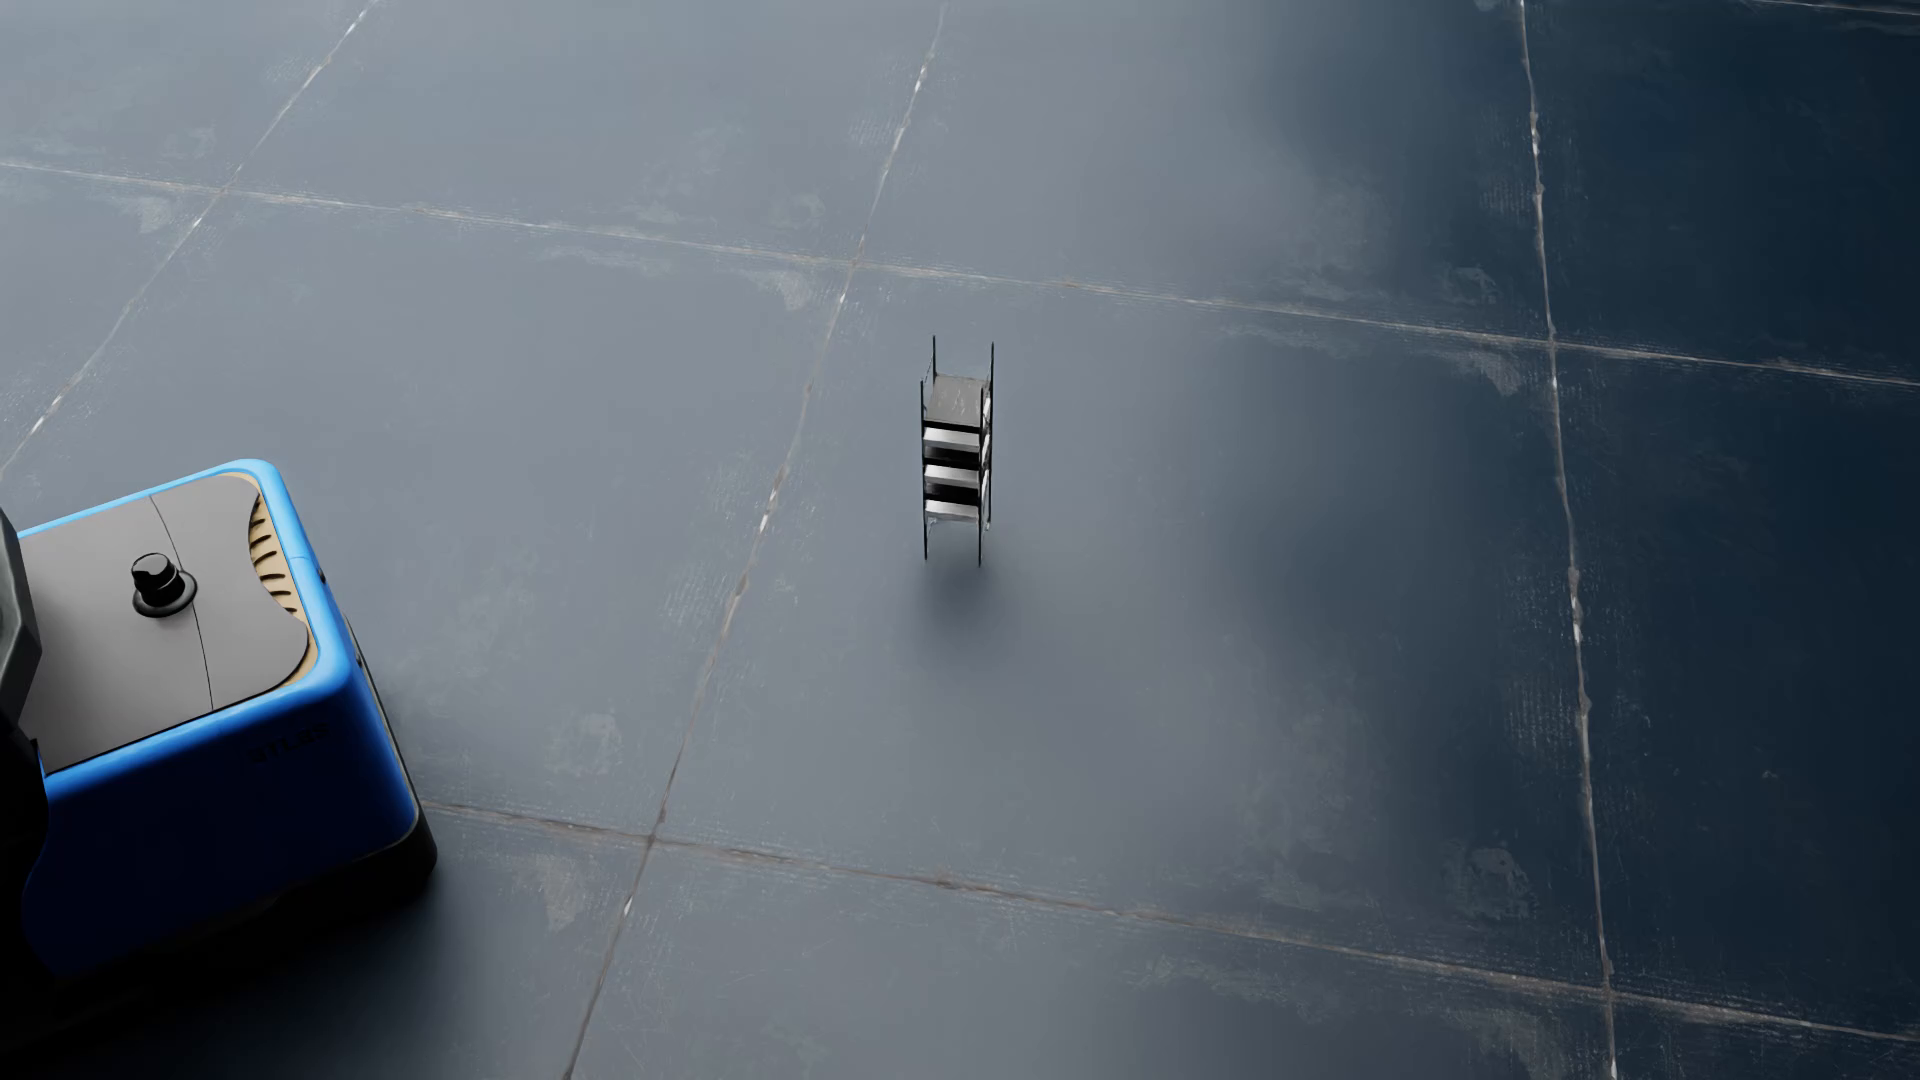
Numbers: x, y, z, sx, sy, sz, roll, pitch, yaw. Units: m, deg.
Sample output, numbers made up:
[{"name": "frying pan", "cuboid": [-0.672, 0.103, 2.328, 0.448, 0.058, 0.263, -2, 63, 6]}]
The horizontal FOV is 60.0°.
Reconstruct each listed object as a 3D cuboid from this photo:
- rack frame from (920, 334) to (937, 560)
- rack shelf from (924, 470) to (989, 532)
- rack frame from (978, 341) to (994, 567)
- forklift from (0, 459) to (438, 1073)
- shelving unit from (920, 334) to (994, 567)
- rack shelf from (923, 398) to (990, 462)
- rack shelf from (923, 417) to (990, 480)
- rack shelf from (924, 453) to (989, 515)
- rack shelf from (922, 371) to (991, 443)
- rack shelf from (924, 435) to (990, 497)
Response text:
[{"name": "rack frame", "cuboid": [-0.108, -0.315, 5.928, 0.006, 0.900, 0.240, 8, 49, 7]}, {"name": "rack shelf", "cuboid": [-0.008, -0.159, 6.075, 0.200, 0.077, 0.258, 8, 49, 7]}, {"name": "rack frame", "cuboid": [0.092, -0.288, 5.904, 0.006, 0.900, 0.240, 8, 49, 7]}, {"name": "forklift", "cuboid": [-3.194, 0.305, 4.006, 3.031, 2.935, 1.130, -22, 52, -19]}, {"name": "shelving unit", "cuboid": [-0.008, -0.302, 5.916, 0.210, 0.900, 0.258, 8, 49, 7]}, {"name": "rack shelf", "cuboid": [-0.008, -0.400, 5.807, 0.200, 0.077, 0.258, 8, 49, 7]}, {"name": "rack shelf", "cuboid": [-0.008, -0.340, 5.874, 0.200, 0.077, 0.258, 8, 49, 7]}, {"name": "rack shelf", "cuboid": [-0.008, -0.219, 6.008, 0.200, 0.077, 0.258, 8, 49, 7]}, {"name": "rack shelf", "cuboid": [-0.008, -0.460, 5.740, 0.200, 0.077, 0.258, 8, 49, 7]}, {"name": "rack shelf", "cuboid": [-0.008, -0.280, 5.941, 0.200, 0.077, 0.258, 8, 49, 7]}]
